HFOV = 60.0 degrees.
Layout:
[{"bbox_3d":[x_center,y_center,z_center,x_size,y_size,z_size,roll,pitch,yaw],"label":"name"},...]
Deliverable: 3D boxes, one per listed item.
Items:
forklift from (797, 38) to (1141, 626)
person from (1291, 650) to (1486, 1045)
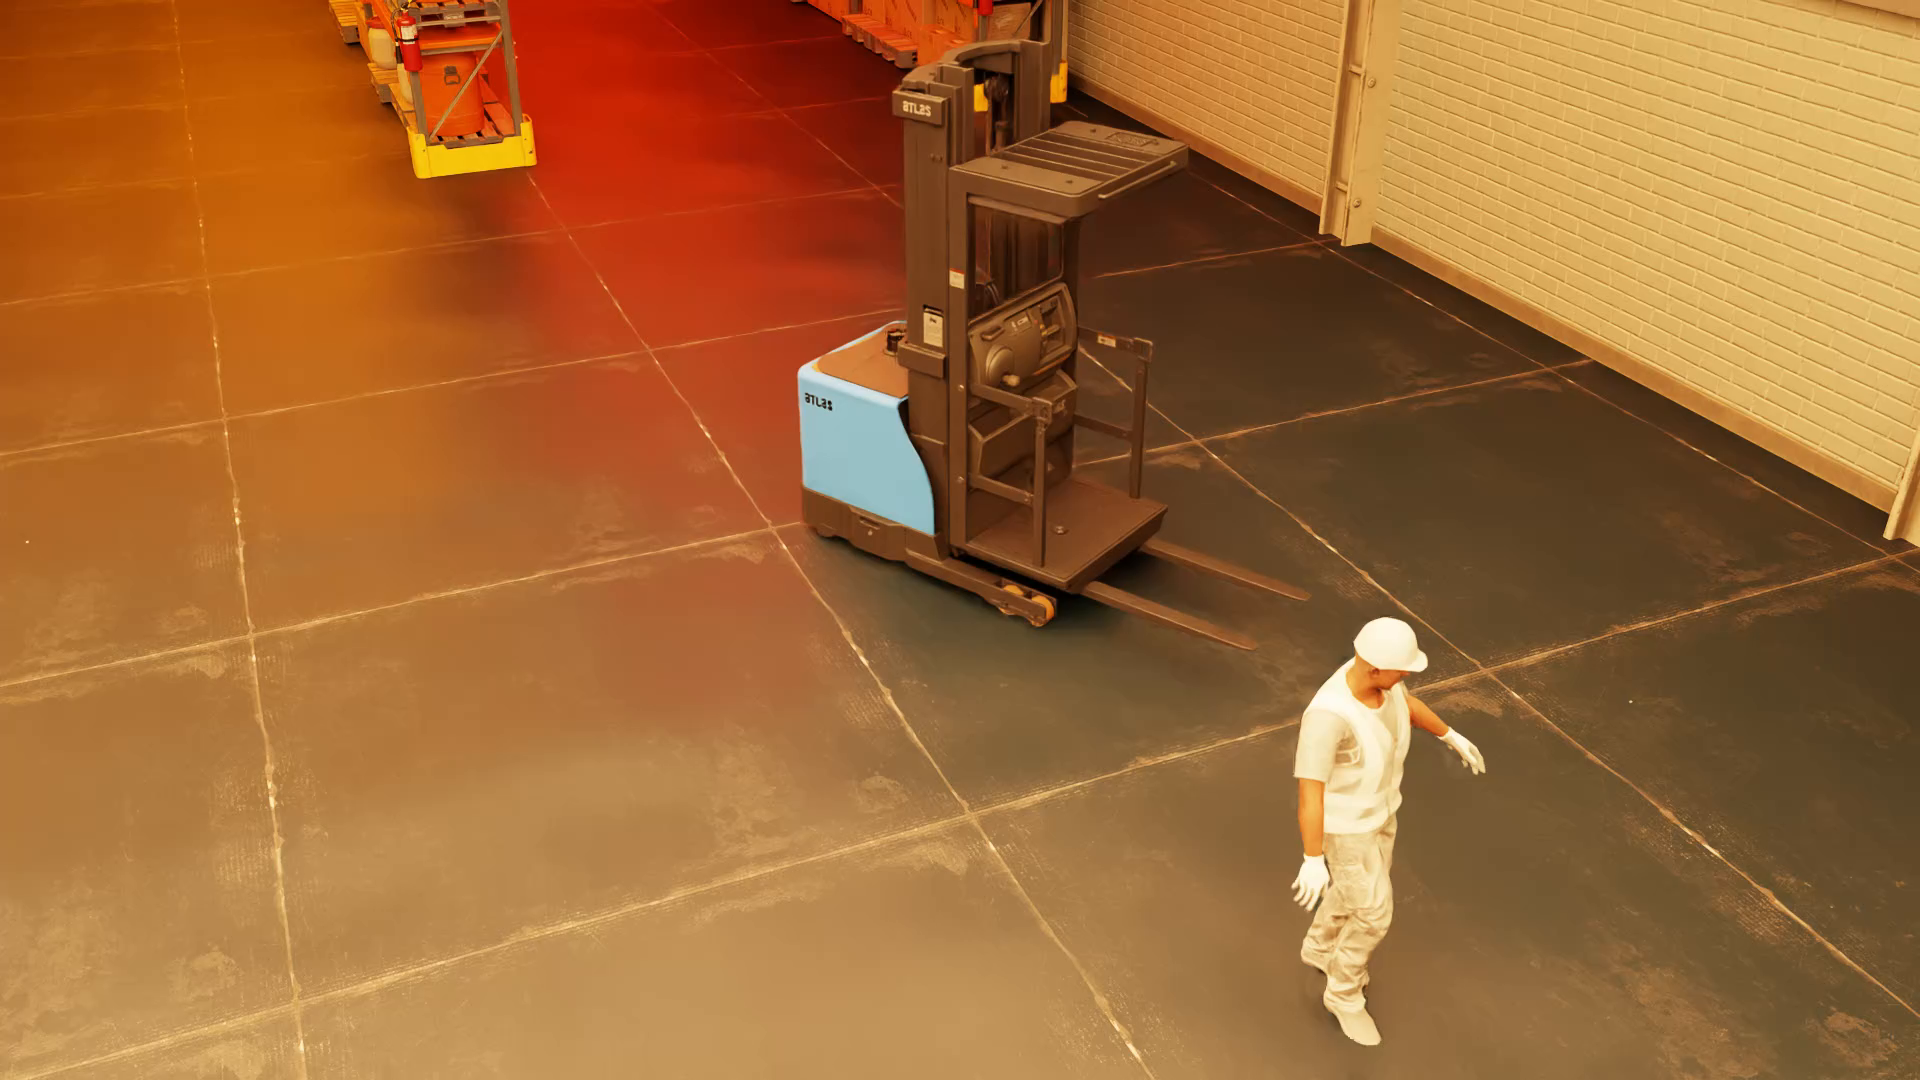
[{"bbox_3d":[0.515,-1.092,9.030,3.031,2.935,1.130,21,36,32],"label":"forklift"},{"bbox_3d":[1.583,1.115,6.435,0.532,1.773,0.998,23,37,34],"label":"person"}]
